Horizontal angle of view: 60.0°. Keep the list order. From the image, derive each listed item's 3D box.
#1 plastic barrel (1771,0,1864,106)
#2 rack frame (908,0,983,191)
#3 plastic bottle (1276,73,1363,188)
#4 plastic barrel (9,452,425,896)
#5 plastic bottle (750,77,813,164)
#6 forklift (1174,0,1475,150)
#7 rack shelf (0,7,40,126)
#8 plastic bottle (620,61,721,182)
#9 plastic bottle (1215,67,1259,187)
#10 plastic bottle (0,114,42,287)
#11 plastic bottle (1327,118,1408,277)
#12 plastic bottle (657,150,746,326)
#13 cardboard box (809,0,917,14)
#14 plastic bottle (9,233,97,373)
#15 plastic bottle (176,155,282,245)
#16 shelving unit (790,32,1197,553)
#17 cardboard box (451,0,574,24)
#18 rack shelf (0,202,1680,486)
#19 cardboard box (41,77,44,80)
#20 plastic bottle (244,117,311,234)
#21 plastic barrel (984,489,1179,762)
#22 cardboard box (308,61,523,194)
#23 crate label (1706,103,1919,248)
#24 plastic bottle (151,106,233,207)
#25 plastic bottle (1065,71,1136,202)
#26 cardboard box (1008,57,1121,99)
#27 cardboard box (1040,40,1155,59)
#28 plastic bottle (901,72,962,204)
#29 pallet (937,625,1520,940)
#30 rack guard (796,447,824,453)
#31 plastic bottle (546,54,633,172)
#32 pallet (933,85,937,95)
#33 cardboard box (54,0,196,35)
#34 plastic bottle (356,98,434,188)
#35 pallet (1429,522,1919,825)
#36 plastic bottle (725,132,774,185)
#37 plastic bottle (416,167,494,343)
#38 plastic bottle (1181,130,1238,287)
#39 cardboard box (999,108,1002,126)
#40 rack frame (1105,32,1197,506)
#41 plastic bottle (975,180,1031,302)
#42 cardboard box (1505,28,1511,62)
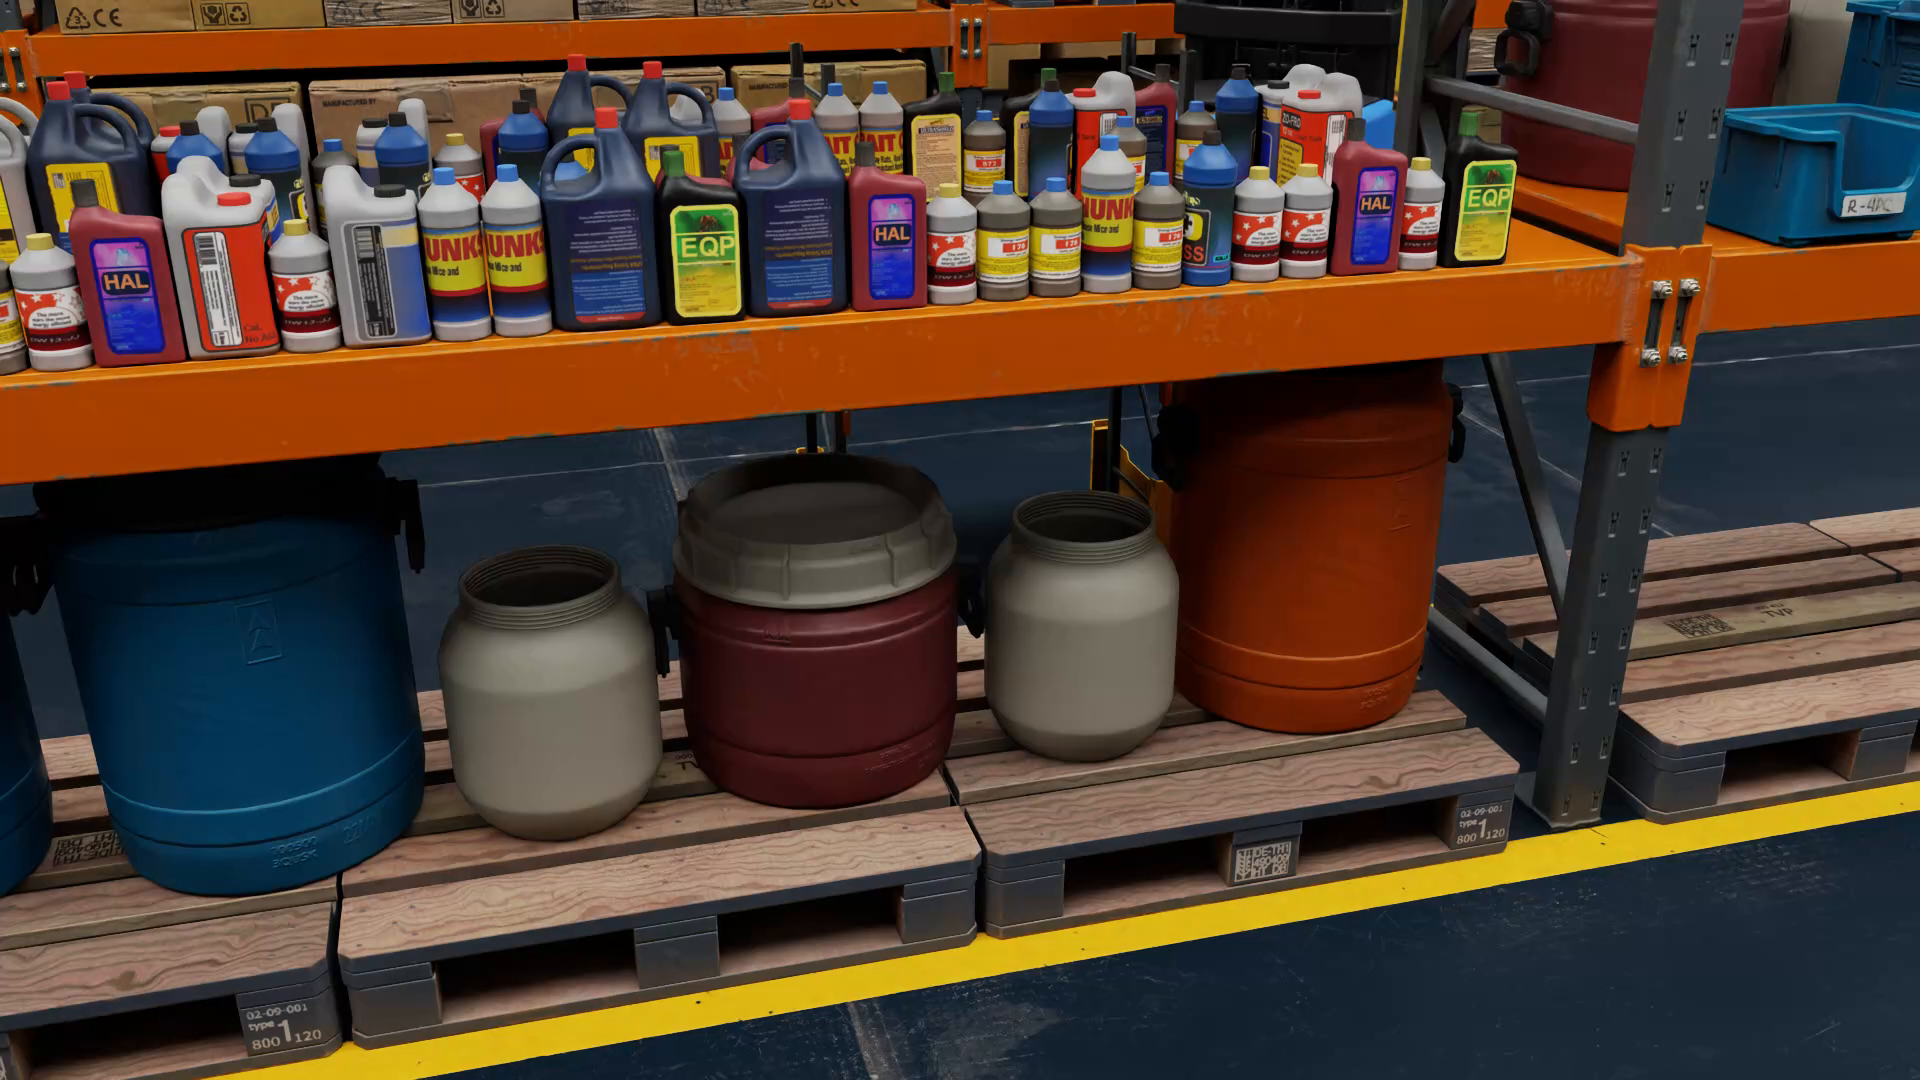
[{"bbox_3d":[2.183,-1.161,4.010,0.421,0.512,0.421,0,23,0],"label":"plastic barrel"},{"bbox_3d":[-0.088,-2.799,7.970,0.127,3.000,1.000,-6,24,-14],"label":"rack frame"},{"bbox_3d":[0.787,-0.881,3.656,0.135,0.276,0.152,-6,24,-14],"label":"plastic bottle"},{"bbox_3d":[-1.391,0.152,3.221,0.708,0.901,0.600,-6,24,-14],"label":"plastic barrel"},{"bbox_3d":[-0.379,-0.836,3.543,0.133,0.283,0.061,-6,24,-14],"label":"plastic bottle"},{"bbox_3d":[1.663,-2.449,7.240,1.130,2.935,3.031,13,27,28],"label":"forklift"},{"bbox_3d":[-5.865,-1.830,6.622,4.000,0.370,1.077,-6,24,-14],"label":"rack shelf"},{"bbox_3d":[-0.574,-0.766,3.294,0.185,0.351,0.144,-6,24,-14],"label":"plastic bottle"},{"bbox_3d":[0.627,-0.934,3.787,0.097,0.271,0.097,0,23,0],"label":"plastic bottle"},{"bbox_3d":[-1.766,-0.638,2.994,0.185,0.351,0.144,-6,24,-14],"label":"plastic bottle"},{"bbox_3d":[0.753,-0.636,3.075,0.133,0.283,0.061,-6,24,-14],"label":"plastic bottle"},{"bbox_3d":[-0.431,-0.505,2.770,0.133,0.283,0.061,-6,24,-14],"label":"plastic bottle"},{"bbox_3d":[-0.496,-2.699,7.608,0.500,0.500,0.500,-6,24,-13],"label":"cardboard box"},{"bbox_3d":[-1.394,-0.368,2.555,0.097,0.201,0.097,0,23,0],"label":"plastic bottle"},{"bbox_3d":[-1.203,-0.497,2.761,0.135,0.276,0.152,-6,24,-14],"label":"plastic bottle"},{"bbox_3d":[0.073,-0.697,4.973,1.083,1.500,0.587,-6,24,-14],"label":"shelving unit"},{"bbox_3d":[-1.967,-2.537,7.233,0.500,0.500,0.500,-6,24,-13],"label":"cardboard box"},{"bbox_3d":[-0.676,-0.375,3.233,4.000,0.370,1.077,-6,24,-14],"label":"rack shelf"},{"bbox_3d":[-6.198,-3.217,11.272,0.250,0.149,0.380,-6,24,-13],"label":"cardboard box"},{"bbox_3d":[-1.291,-0.660,3.147,0.097,0.271,0.097,0,23,0],"label":"plastic bottle"},{"bbox_3d":[0.264,0.184,3.639,0.421,0.512,0.421,0,23,0],"label":"plastic barrel"},{"bbox_3d":[-2.469,-1.761,7.712,0.875,0.875,1.225,-7,24,-16],"label":"cardboard box"},{"bbox_3d":[1.757,-0.745,3.393,0.416,0.233,0.303,-6,24,-14],"label":"crate label"},{"bbox_3d":[-1.472,-0.693,3.219,0.135,0.276,0.152,-6,24,-14],"label":"plastic bottle"},{"bbox_3d":[0.300,-0.889,3.676,0.135,0.276,0.152,-6,24,-14],"label":"plastic bottle"},{"bbox_3d":[0.549,-2.280,8.421,0.500,0.250,0.500,-5,24,-12],"label":"cardboard box"},{"bbox_3d":[1.017,-4.077,13.268,0.750,0.750,1.050,-6,24,-14],"label":"cardboard box"},{"bbox_3d":[-0.063,-0.871,3.624,0.133,0.283,0.061,-6,24,-14],"label":"plastic bottle"},{"bbox_3d":[0.502,0.462,3.905,1.213,0.211,1.003,-6,24,-14],"label":"pallet"},{"bbox_3d":[-0.406,-0.070,5.096,0.087,0.250,0.587,-6,24,-14],"label":"rack guard"},{"bbox_3d":[-0.744,-0.810,3.395,0.185,0.351,0.144,-6,24,-14],"label":"plastic bottle"},{"bbox_3d":[-0.551,-3.467,13.063,1.213,0.211,1.003,-6,24,-14],"label":"pallet"},{"bbox_3d":[-3.429,-2.373,6.850,0.500,0.500,0.500,-6,24,-14],"label":"cardboard box"},{"bbox_3d":[-1.119,-0.732,3.310,0.135,0.276,0.152,-6,24,-14],"label":"plastic bottle"},{"bbox_3d":[2.006,0.295,4.295,1.213,0.211,1.003,-6,24,-14],"label":"pallet"},{"bbox_3d":[-0.342,-0.574,2.931,0.133,0.283,0.061,-6,24,-14],"label":"plastic bottle"},{"bbox_3d":[-0.819,-0.464,2.690,0.097,0.271,0.097,0,23,0],"label":"plastic bottle"},{"bbox_3d":[0.450,-0.604,3.017,0.097,0.271,0.097,0,23,0],"label":"plastic bottle"},{"bbox_3d":[0.552,-1.932,8.560,0.500,0.500,0.700,-8,24,-17],"label":"cardboard box"},{"bbox_3d":[0.572,-0.752,5.102,0.032,1.500,0.500,-6,24,-14],"label":"rack frame"},{"bbox_3d":[0.075,-0.530,2.934,0.097,0.201,0.097,0,23,0],"label":"plastic bottle"},{"bbox_3d":[4.890,-4.570,14.259,0.875,0.875,0.875,-7,24,-15],"label":"cardboard box"}]
